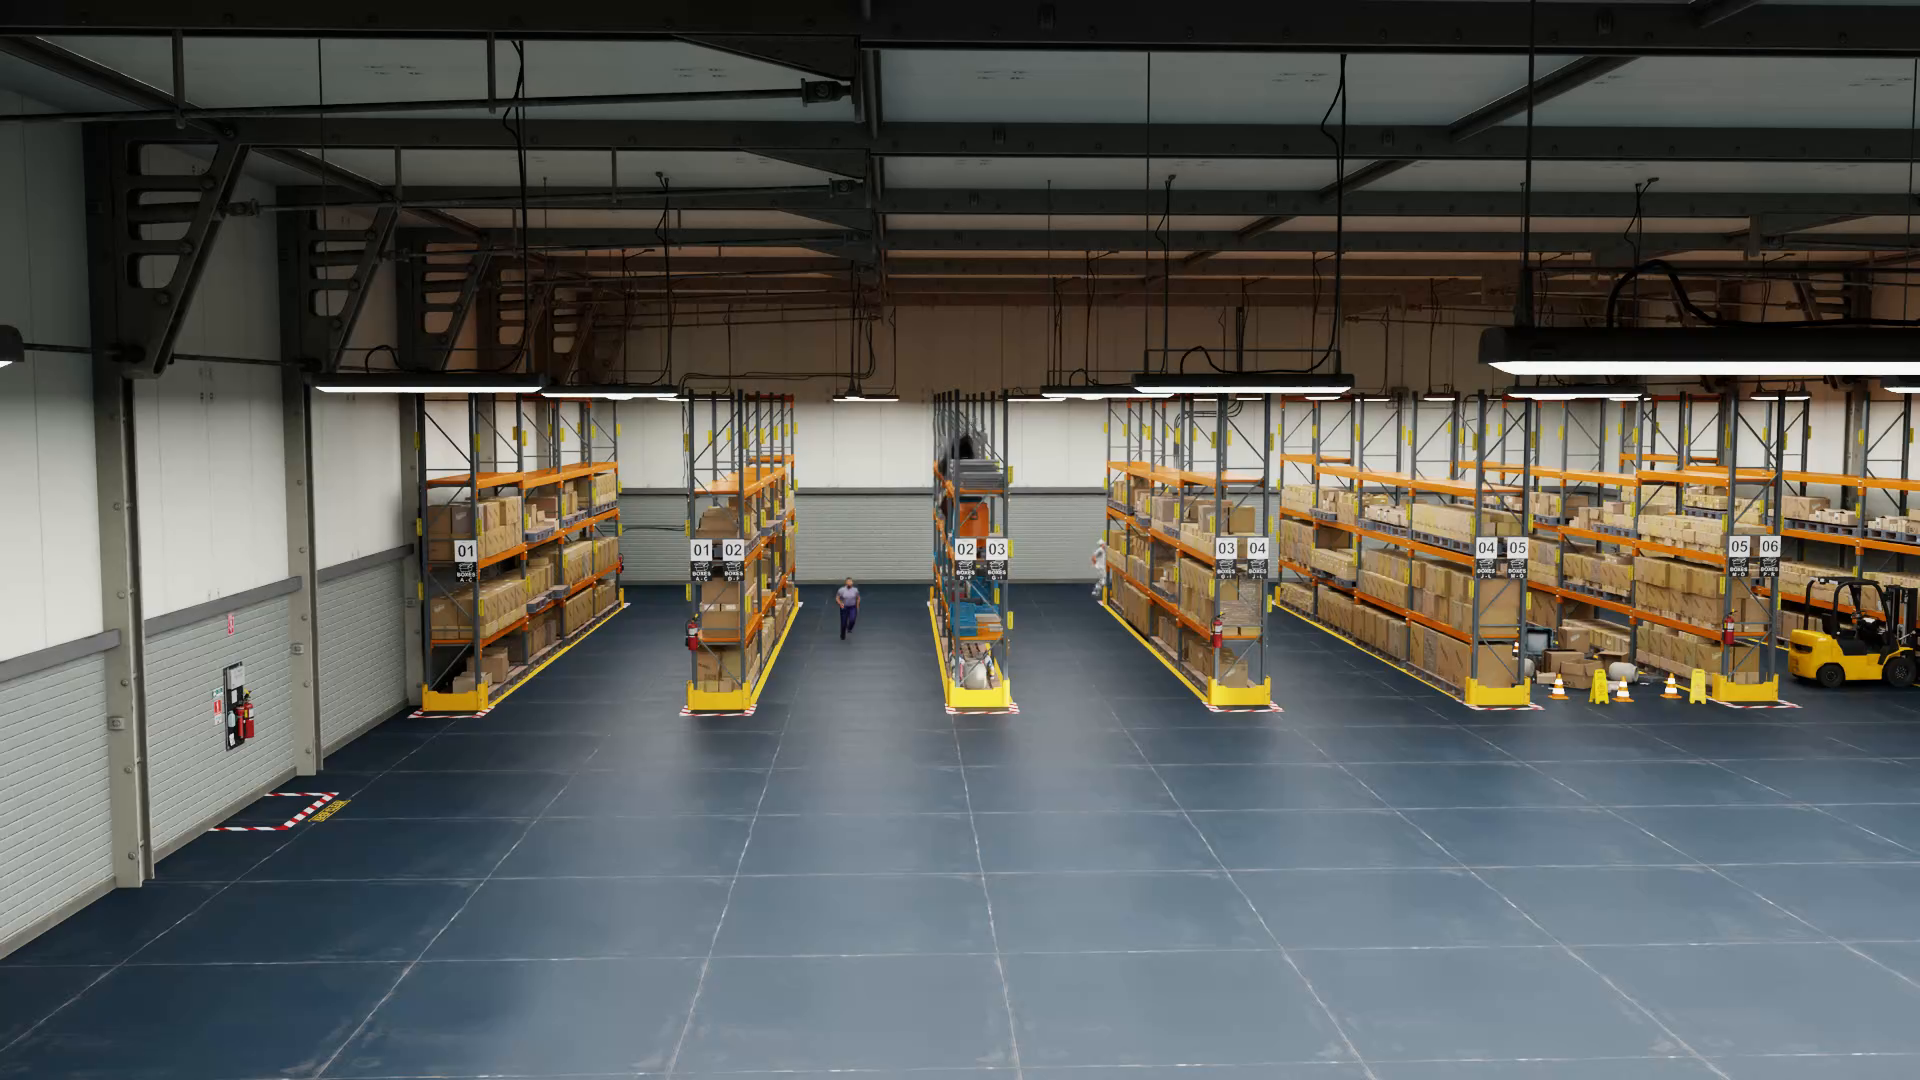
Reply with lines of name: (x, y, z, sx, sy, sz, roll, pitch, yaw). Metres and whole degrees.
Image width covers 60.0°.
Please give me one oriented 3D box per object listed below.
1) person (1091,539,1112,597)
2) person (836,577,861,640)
person: (4.220, 0.835, 49.202, 0.653, 1.730, 0.651, 1, 5, 14)
person: (-2.655, 1.695, 39.681, 0.581, 1.447, 0.692, -1, 5, -12)
